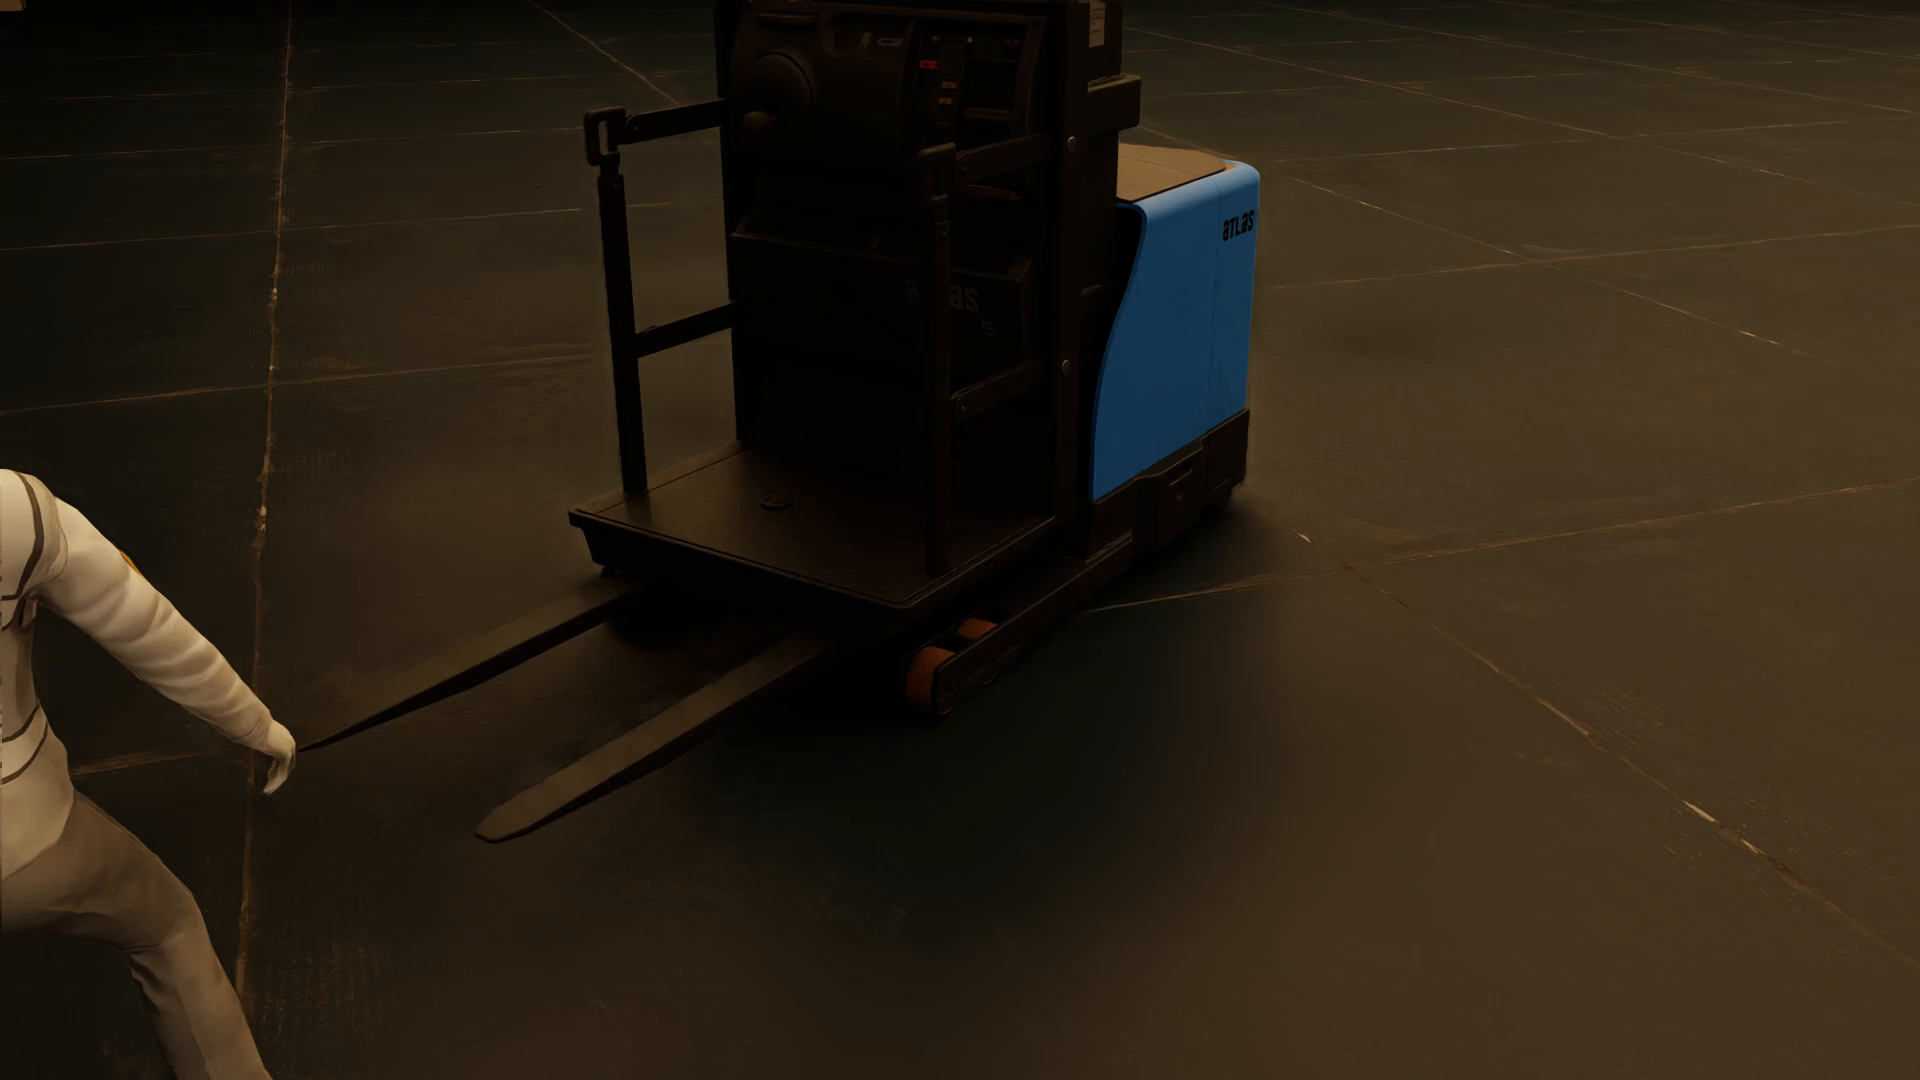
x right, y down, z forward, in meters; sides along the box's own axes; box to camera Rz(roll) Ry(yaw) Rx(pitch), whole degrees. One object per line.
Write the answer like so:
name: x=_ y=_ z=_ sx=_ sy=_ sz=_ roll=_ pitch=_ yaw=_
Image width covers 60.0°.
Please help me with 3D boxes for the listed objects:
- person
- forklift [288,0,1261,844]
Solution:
person: x=-1.297 y=0.339 z=2.240 sx=0.758 sy=1.570 sz=0.473 roll=-11 pitch=25 yaw=-24
forklift: x=-0.316 y=-1.133 z=3.993 sx=1.130 sy=2.935 sz=3.031 roll=15 pitch=27 yaw=31
